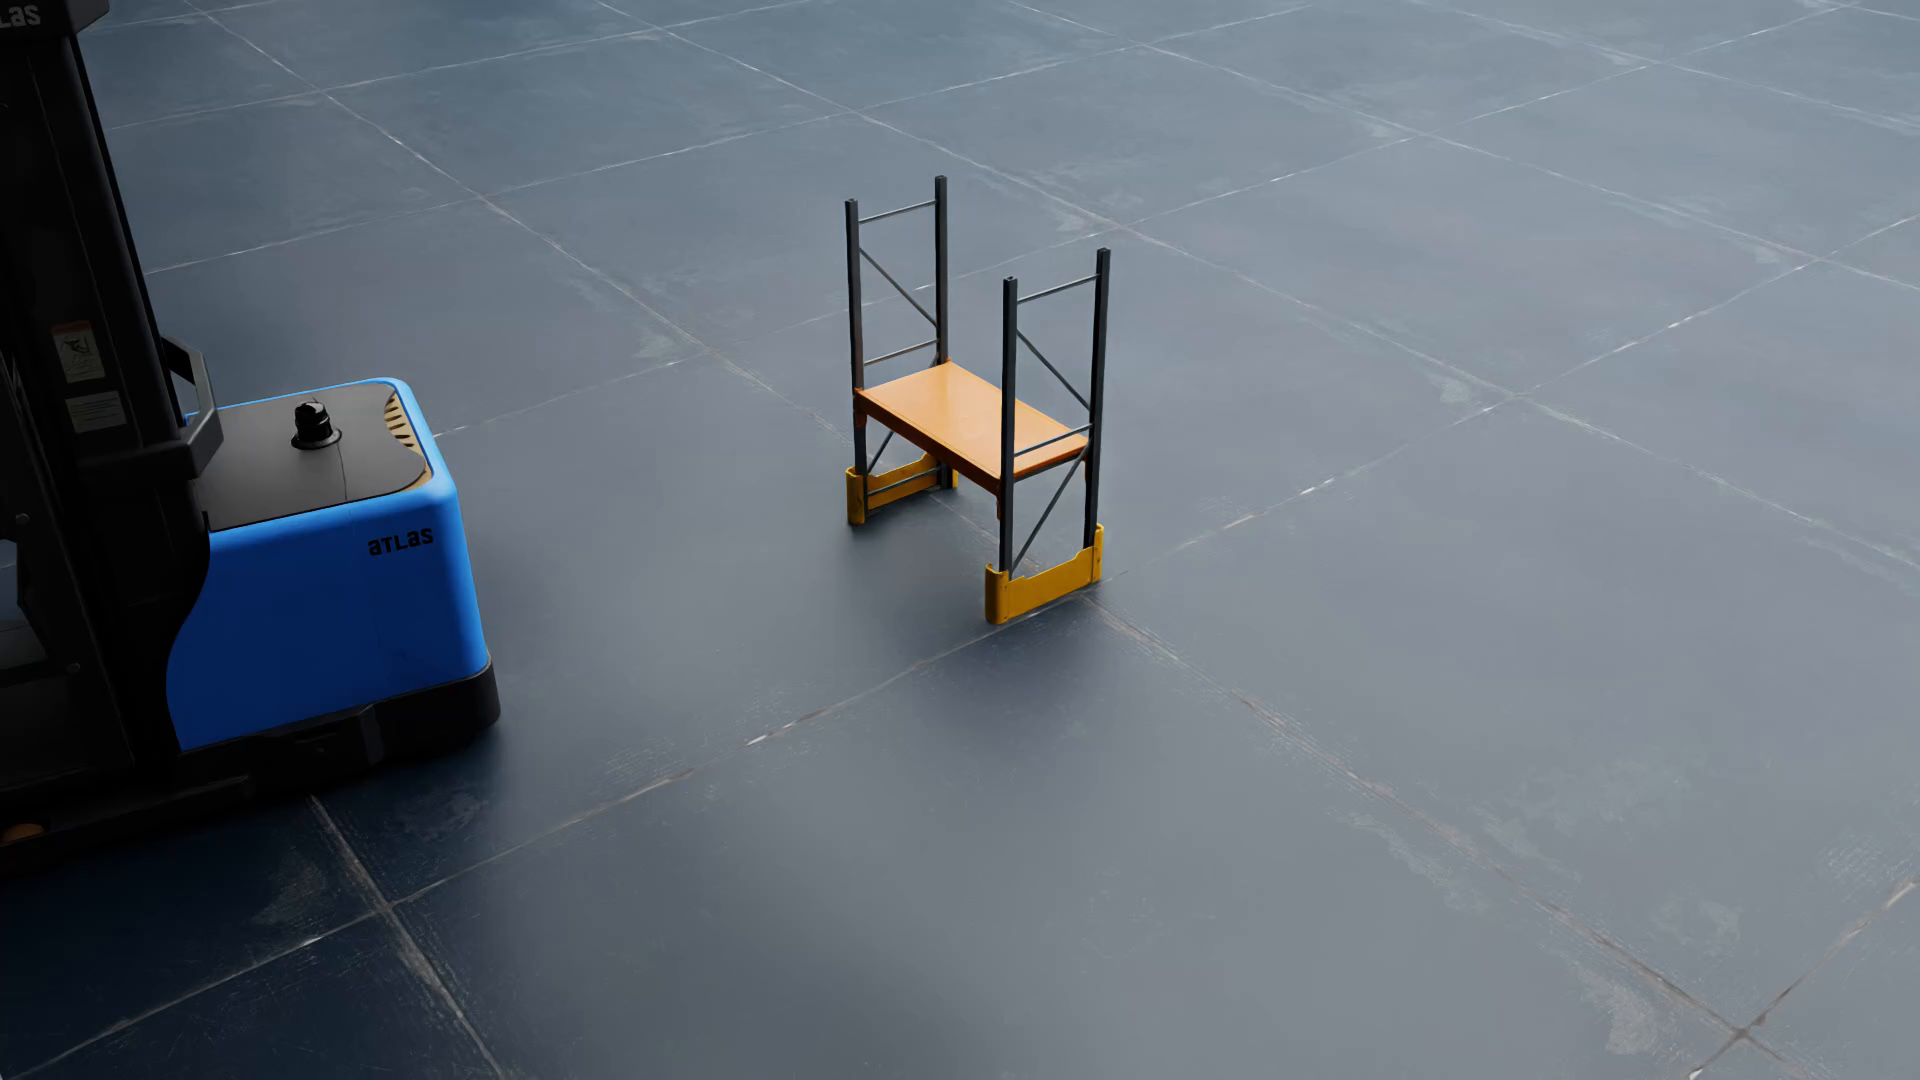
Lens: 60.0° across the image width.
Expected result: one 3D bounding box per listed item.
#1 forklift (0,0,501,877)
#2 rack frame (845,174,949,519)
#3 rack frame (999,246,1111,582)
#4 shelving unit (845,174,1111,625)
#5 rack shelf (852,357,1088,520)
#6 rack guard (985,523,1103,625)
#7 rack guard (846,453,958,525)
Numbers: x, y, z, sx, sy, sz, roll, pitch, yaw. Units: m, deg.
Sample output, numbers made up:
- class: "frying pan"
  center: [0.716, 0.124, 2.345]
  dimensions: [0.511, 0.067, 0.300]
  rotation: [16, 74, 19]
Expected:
- class: "forklift"
  center: [-3.261, -0.403, 5.228]
  dimensions: [3.031, 2.935, 1.130]
  rotation: [-14, 35, -22]
- class: "rack frame"
  center: [-0.259, -0.813, 7.245]
  dimensions: [0.500, 1.500, 0.032]
  rotation: [-22, 38, -31]
- class: "rack frame"
  center: [0.364, -0.390, 6.563]
  dimensions: [0.500, 1.500, 0.032]
  rotation: [-22, 38, -31]
- class: "shelving unit"
  center: [0.047, -0.605, 6.910]
  dimensions: [0.587, 1.500, 1.083]
  rotation: [-22, 38, -31]
- class: "rack shelf"
  center: [0.052, -0.449, 6.999]
  dimensions: [0.538, 0.185, 1.000]
  rotation: [-22, 38, -31]
- class: "rack guard"
  center: [0.352, 0.133, 6.905]
  dimensions: [0.587, 0.250, 0.087]
  rotation: [-22, 38, -31]
- class: "rack guard"
  center: [-0.259, -0.282, 7.574]
  dimensions: [0.587, 0.250, 0.087]
  rotation: [-22, 38, -31]
